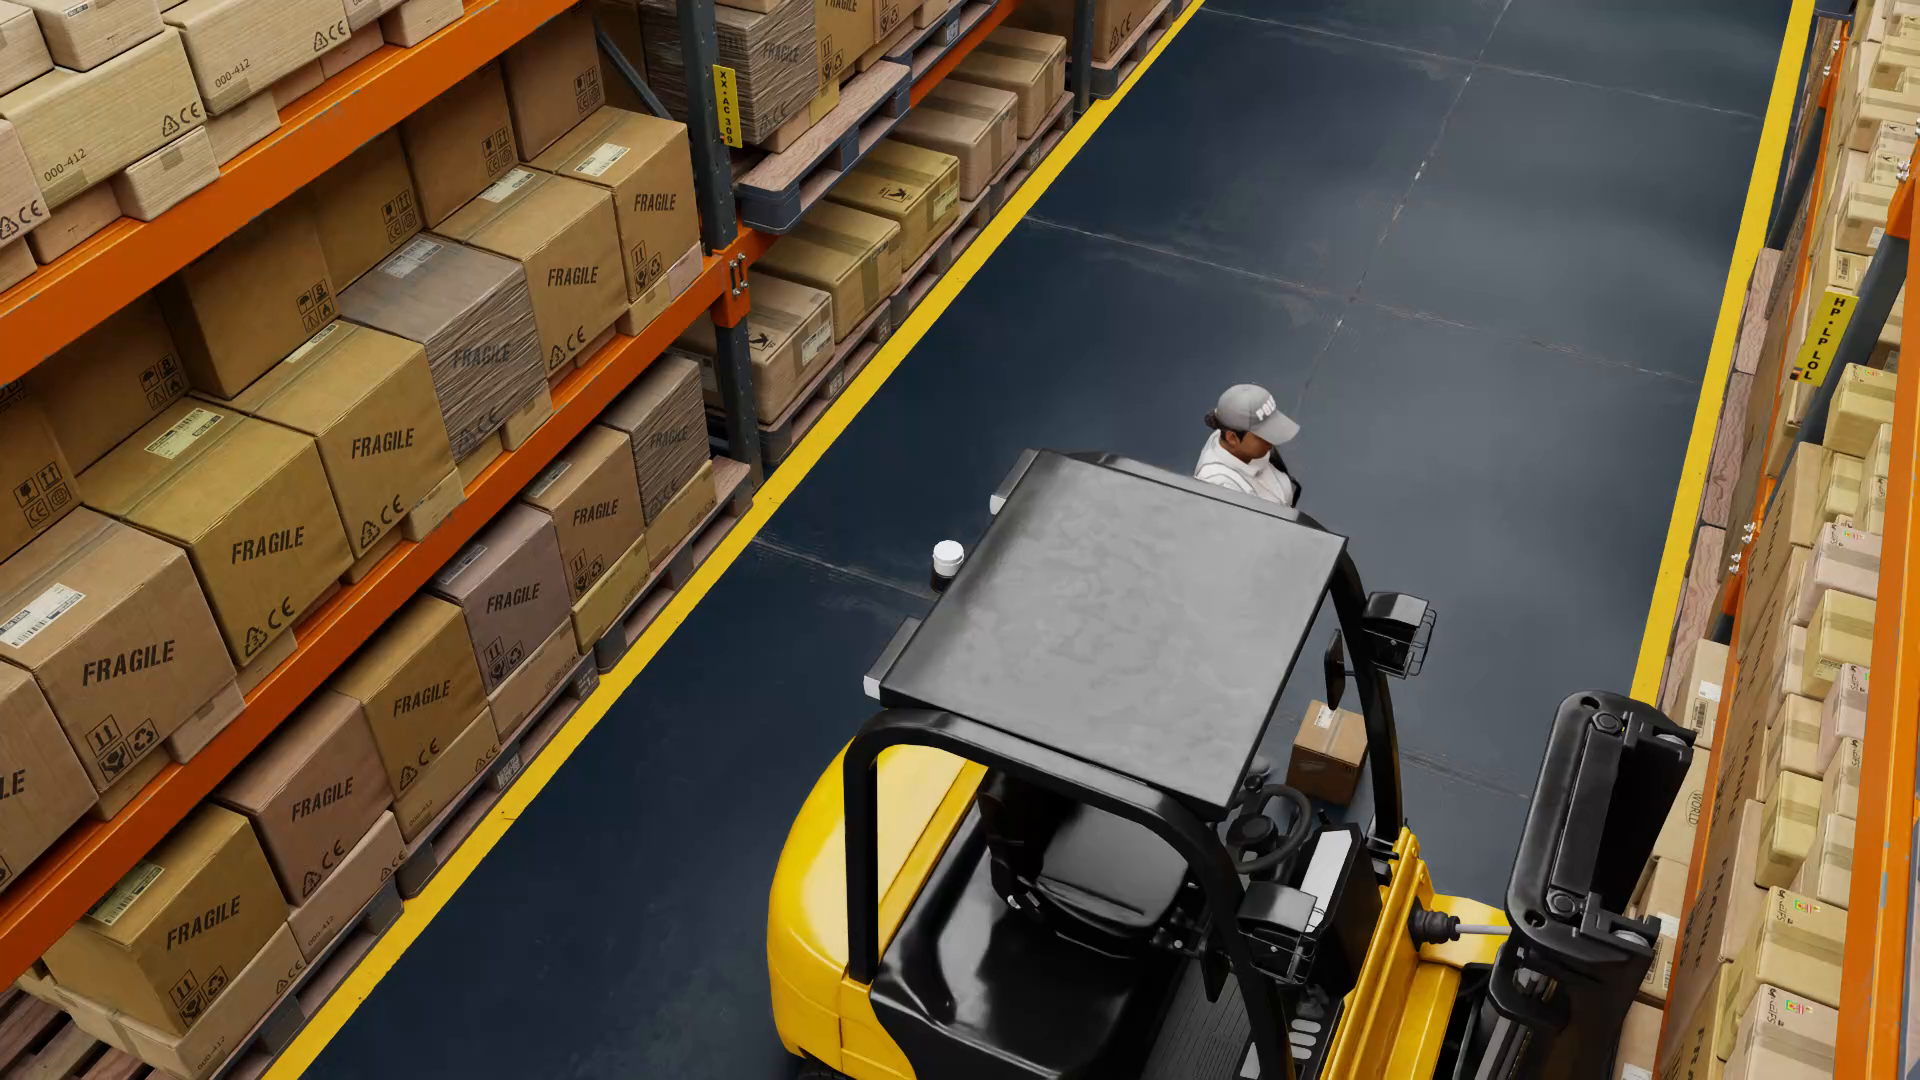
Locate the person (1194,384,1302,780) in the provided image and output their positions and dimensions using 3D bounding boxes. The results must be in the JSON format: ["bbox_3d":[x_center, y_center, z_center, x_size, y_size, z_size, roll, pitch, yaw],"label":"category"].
[{"bbox_3d":[1.017,0.143,5.979,0.468,1.671,0.523,14,44,15],"label":"person"}]
